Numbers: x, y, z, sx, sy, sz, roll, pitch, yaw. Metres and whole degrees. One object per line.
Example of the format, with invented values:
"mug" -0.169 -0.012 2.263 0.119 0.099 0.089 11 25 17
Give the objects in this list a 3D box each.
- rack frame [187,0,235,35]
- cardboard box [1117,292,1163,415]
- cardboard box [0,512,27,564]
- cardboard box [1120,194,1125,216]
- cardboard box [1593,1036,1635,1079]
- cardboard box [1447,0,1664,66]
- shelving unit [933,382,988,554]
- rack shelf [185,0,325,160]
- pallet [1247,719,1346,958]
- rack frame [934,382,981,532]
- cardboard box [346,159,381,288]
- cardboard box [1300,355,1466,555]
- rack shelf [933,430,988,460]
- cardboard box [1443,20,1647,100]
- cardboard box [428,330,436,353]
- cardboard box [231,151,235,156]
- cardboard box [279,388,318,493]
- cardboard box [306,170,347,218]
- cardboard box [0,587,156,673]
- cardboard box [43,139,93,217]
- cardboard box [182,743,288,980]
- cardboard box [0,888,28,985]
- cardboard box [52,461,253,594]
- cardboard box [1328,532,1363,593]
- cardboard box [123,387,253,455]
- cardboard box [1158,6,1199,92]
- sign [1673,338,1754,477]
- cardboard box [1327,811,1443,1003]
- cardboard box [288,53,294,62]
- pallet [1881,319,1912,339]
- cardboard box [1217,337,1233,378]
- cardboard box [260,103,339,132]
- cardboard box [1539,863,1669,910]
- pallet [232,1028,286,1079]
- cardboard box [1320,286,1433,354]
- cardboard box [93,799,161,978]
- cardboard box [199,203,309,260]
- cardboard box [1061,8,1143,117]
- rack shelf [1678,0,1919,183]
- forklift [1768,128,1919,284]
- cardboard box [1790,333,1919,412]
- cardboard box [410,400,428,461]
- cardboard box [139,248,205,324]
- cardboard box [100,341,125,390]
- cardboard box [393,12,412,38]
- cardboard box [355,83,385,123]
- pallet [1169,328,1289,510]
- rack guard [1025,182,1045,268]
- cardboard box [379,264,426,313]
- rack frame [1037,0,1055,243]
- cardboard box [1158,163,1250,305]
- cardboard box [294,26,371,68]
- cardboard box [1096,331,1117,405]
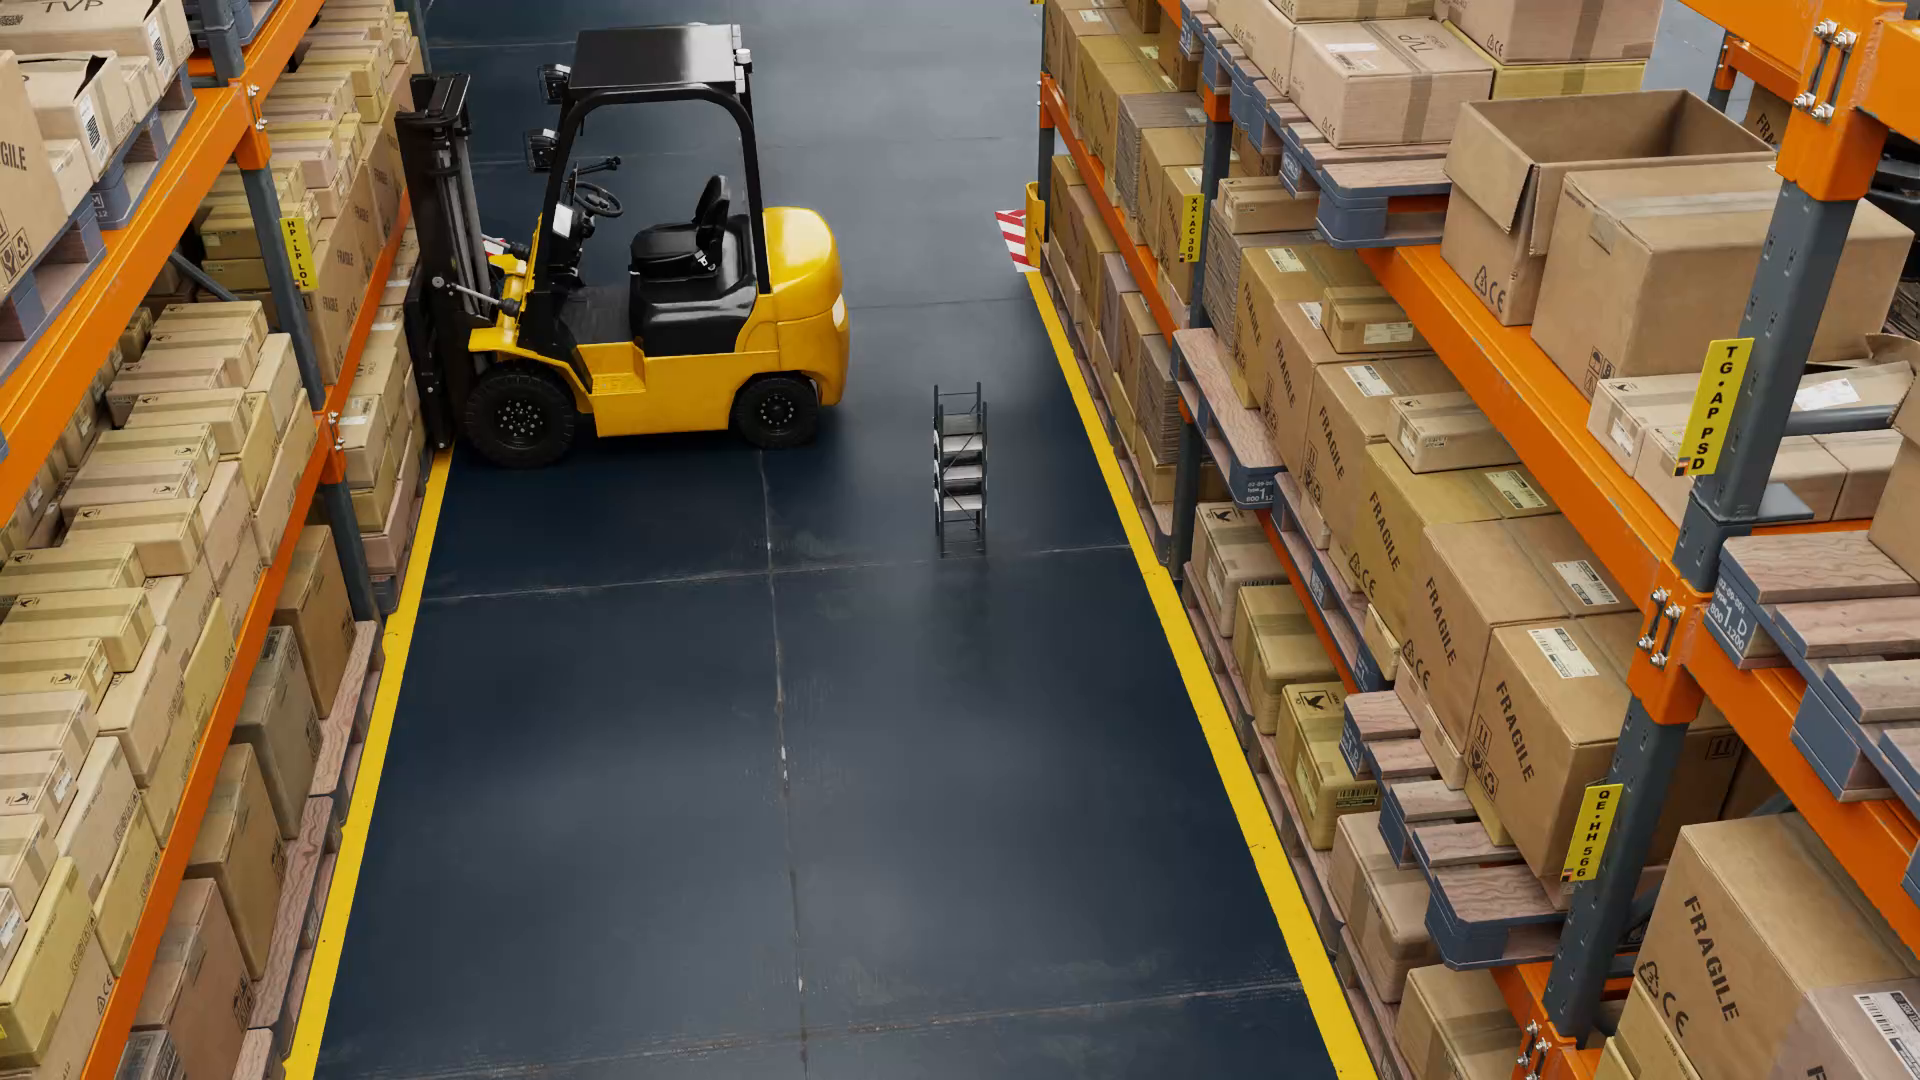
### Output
"rack frame" -3.332 -3.196 5.577 1.000 3.000 0.127 -4 35 -6
"cardboard box" 1.170 -1.035 9.137 0.500 0.500 0.500 -4 34 -6
"cardboard box" -3.339 0.041 5.490 0.380 0.149 0.250 -4 34 -6
"cardboard box" 1.096 -1.859 9.166 0.380 0.149 0.250 -5 35 -7
"cardboard box" 1.940 1.492 4.159 0.500 0.250 0.500 -5 35 -7
"cardboard box" 1.949 -1.771 5.466 0.500 0.250 0.500 -4 34 -6
"shelving unit" 0.001 -0.367 8.619 0.258 0.900 0.210 -4 35 -6
"rack shelf" -3.601 -2.775 8.262 1.077 0.370 4.000 -4 35 -6
"pallet" 1.859 1.174 6.968 1.003 0.211 1.213 -4 35 -6
"rack frame" -0.013 -0.424 8.702 0.240 0.900 0.006 -4 35 -6
"cardboard box" -3.289 -1.597 8.470 0.500 0.500 0.500 -5 35 -7
"cardboard box" 1.565 -0.307 5.939 0.500 0.500 0.500 -6 35 -8
"rack shelf" 0.001 -0.489 8.536 0.258 0.077 0.200 -4 35 -6
"cardboard box" 1.938 -1.563 5.606 0.500 0.250 0.500 -4 34 -6
"cardboard box" -3.284 -1.098 9.451 0.500 0.250 0.500 -4 35 -7
"cardboard box" -3.808 -1.906 8.347 0.380 0.149 0.250 -5 35 -7
"cardboard box" -3.005 -0.393 6.925 0.500 0.250 0.500 -4 34 -5
"cardboard box" -3.173 -1.655 7.978 0.380 0.149 0.250 -4 34 -5
"cardboard box" -2.729 0.287 5.130 0.380 0.149 0.250 -4 34 -5
"cardboard box" -2.780 -1.046 4.848 0.380 0.149 0.250 -5 35 -7
"cardboard box" -3.051 1.234 6.139 0.875 0.625 0.625 -6 35 -8
"cardboard box" -2.545 1.006 4.074 0.380 0.149 0.250 -3 34 -5
"cardboard box" -2.874 -0.034 5.955 0.500 0.250 0.500 -4 34 -5
"cardboard box" 1.560 0.044 6.001 0.380 0.149 0.250 -5 35 -8
"cardboard box" -2.866 -0.432 6.184 0.380 0.149 0.250 -5 35 -8
"cardboard box" 1.494 -2.787 9.064 0.700 0.500 0.500 -5 35 -7
"sign" 1.586 -0.276 3.497 0.100 0.325 0.005 -4 35 -6
"cardboard box" 1.950 1.323 6.235 0.950 0.372 0.625 -5 35 -7
"cardboard box" -3.967 -2.743 9.312 0.380 0.149 0.250 -4 34 -6
"pallet" 6.285 -1.486 10.872 1.003 0.211 1.213 -4 35 -6
"cardboard box" 1.347 -0.832 7.286 0.380 0.149 0.250 -4 34 -6
"cardboard box" -3.333 -2.062 8.312 0.380 0.149 0.250 -5 35 -7
"cardboard box" 1.847 0.903 4.741 0.380 0.149 0.250 -3 34 -5
"pallet" -2.866 2.206 5.455 1.003 0.211 1.213 -4 35 -6
"cardboard box" 1.547 -0.813 6.106 0.380 0.149 0.250 -3 34 -4
"cardboard box" -2.675 1.030 4.836 0.500 0.250 0.500 -5 35 -7
"cardboard box" -3.081 -1.349 7.266 0.380 0.149 0.250 -4 34 -5
"cardboard box" 0.910 -2.917 10.142 0.500 0.500 0.500 -3 34 -5
"rack shelf" 1.855 -1.995 4.809 1.077 0.370 4.000 -4 35 -6
"forklift" 3.628 -0.467 6.961 1.130 2.935 3.031 8 35 12
"cardboard box" 2.216 -0.378 4.225 0.396 0.266 0.258 -4 35 -6
"cardboard box" -3.237 -0.617 9.189 0.500 0.250 0.500 -4 34 -6
"cardboard box" -3.661 -0.988 7.576 0.500 0.500 0.500 -5 35 -7
"cardboard box" -3.514 -0.660 6.519 0.380 0.149 0.250 -5 35 -8
"cardboard box" -3.546 -3.086 10.078 0.380 0.149 0.250 -4 34 -6
"cardboard box" -3.349 -2.372 9.031 0.380 0.149 0.250 -4 34 -6
"pallet" 1.544 -0.578 7.233 1.003 0.211 1.213 -4 35 -6
"rack guard" 1.058 -2.251 11.738 1.175 0.500 0.348 -4 35 -6
"cardboard box" -3.286 -1.317 9.329 0.500 0.250 0.500 -5 35 -7
"rack frame" 1.048 -3.327 11.097 1.000 3.000 0.127 -4 35 -6
"cardboard box" 1.280 -1.488 8.046 0.500 0.500 0.500 -5 35 -8
"cardboard box" -3.527 -2.773 9.356 0.380 0.149 0.250 -4 34 -6
"cardboard box" 1.095 -1.022 9.783 0.500 0.250 0.500 -4 34 -6
